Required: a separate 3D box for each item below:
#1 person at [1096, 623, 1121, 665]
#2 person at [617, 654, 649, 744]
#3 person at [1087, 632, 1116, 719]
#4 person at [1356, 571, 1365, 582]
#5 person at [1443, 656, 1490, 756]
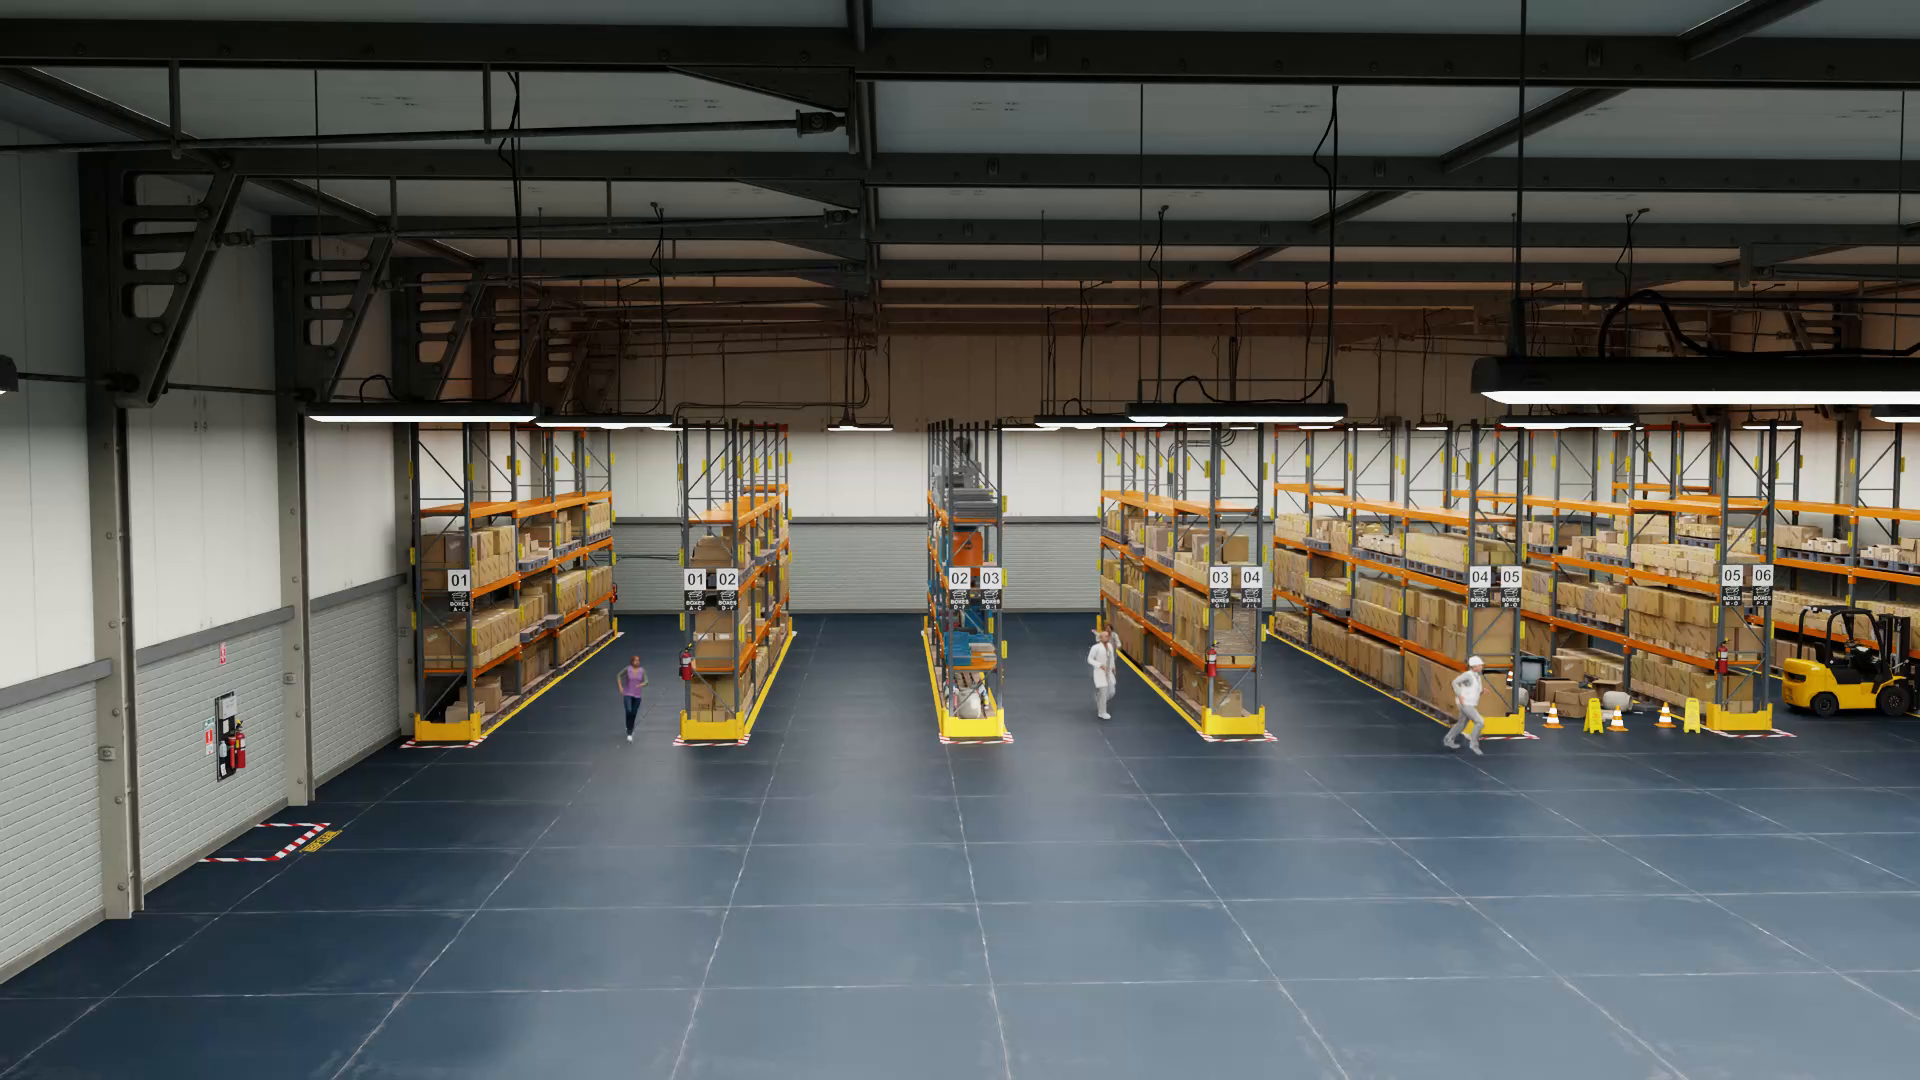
[{"bbox_3d":[3.262,2.607,36.608,0.537,1.581,0.890,0,4,-1],"label":"person"},{"bbox_3d":[-6.102,2.939,31.092,0.547,1.610,0.810,-2,4,-24],"label":"person"},{"bbox_3d":[2.875,2.714,33.483,0.698,1.749,0.678,-2,4,-33],"label":"person"},{"bbox_3d":[11.865,1.728,49.129,0.765,1.645,0.642,0,4,-3],"label":"person"},{"bbox_3d":[9.046,2.955,29.753,0.837,1.781,0.681,3,5,37],"label":"person"}]
